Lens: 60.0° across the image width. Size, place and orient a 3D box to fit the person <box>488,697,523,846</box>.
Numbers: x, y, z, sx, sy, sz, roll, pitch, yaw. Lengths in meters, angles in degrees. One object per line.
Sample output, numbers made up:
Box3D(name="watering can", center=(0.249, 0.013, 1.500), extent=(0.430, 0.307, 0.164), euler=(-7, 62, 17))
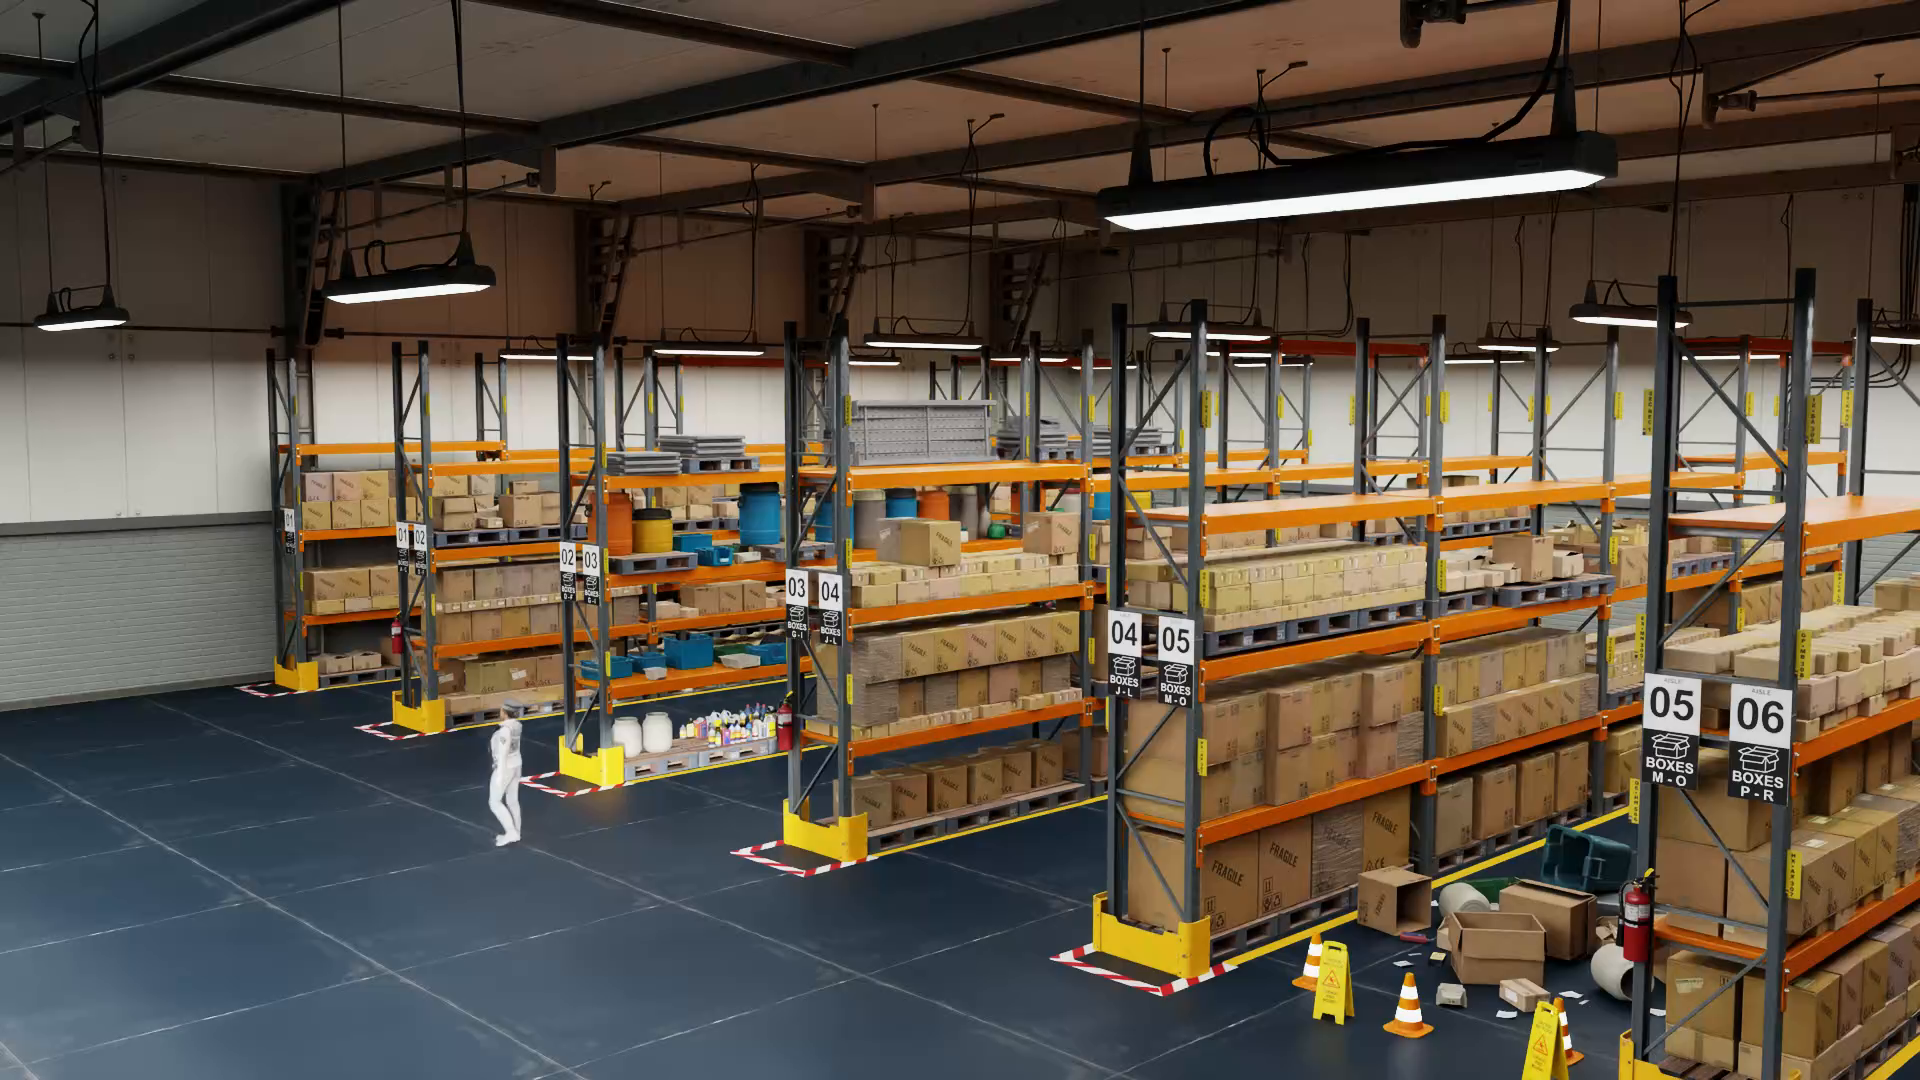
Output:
Box3D(name="person", center=(-5.233, 2.660, 19.188), extent=(0.362, 1.690, 0.508), euler=(1, 5, 10))
